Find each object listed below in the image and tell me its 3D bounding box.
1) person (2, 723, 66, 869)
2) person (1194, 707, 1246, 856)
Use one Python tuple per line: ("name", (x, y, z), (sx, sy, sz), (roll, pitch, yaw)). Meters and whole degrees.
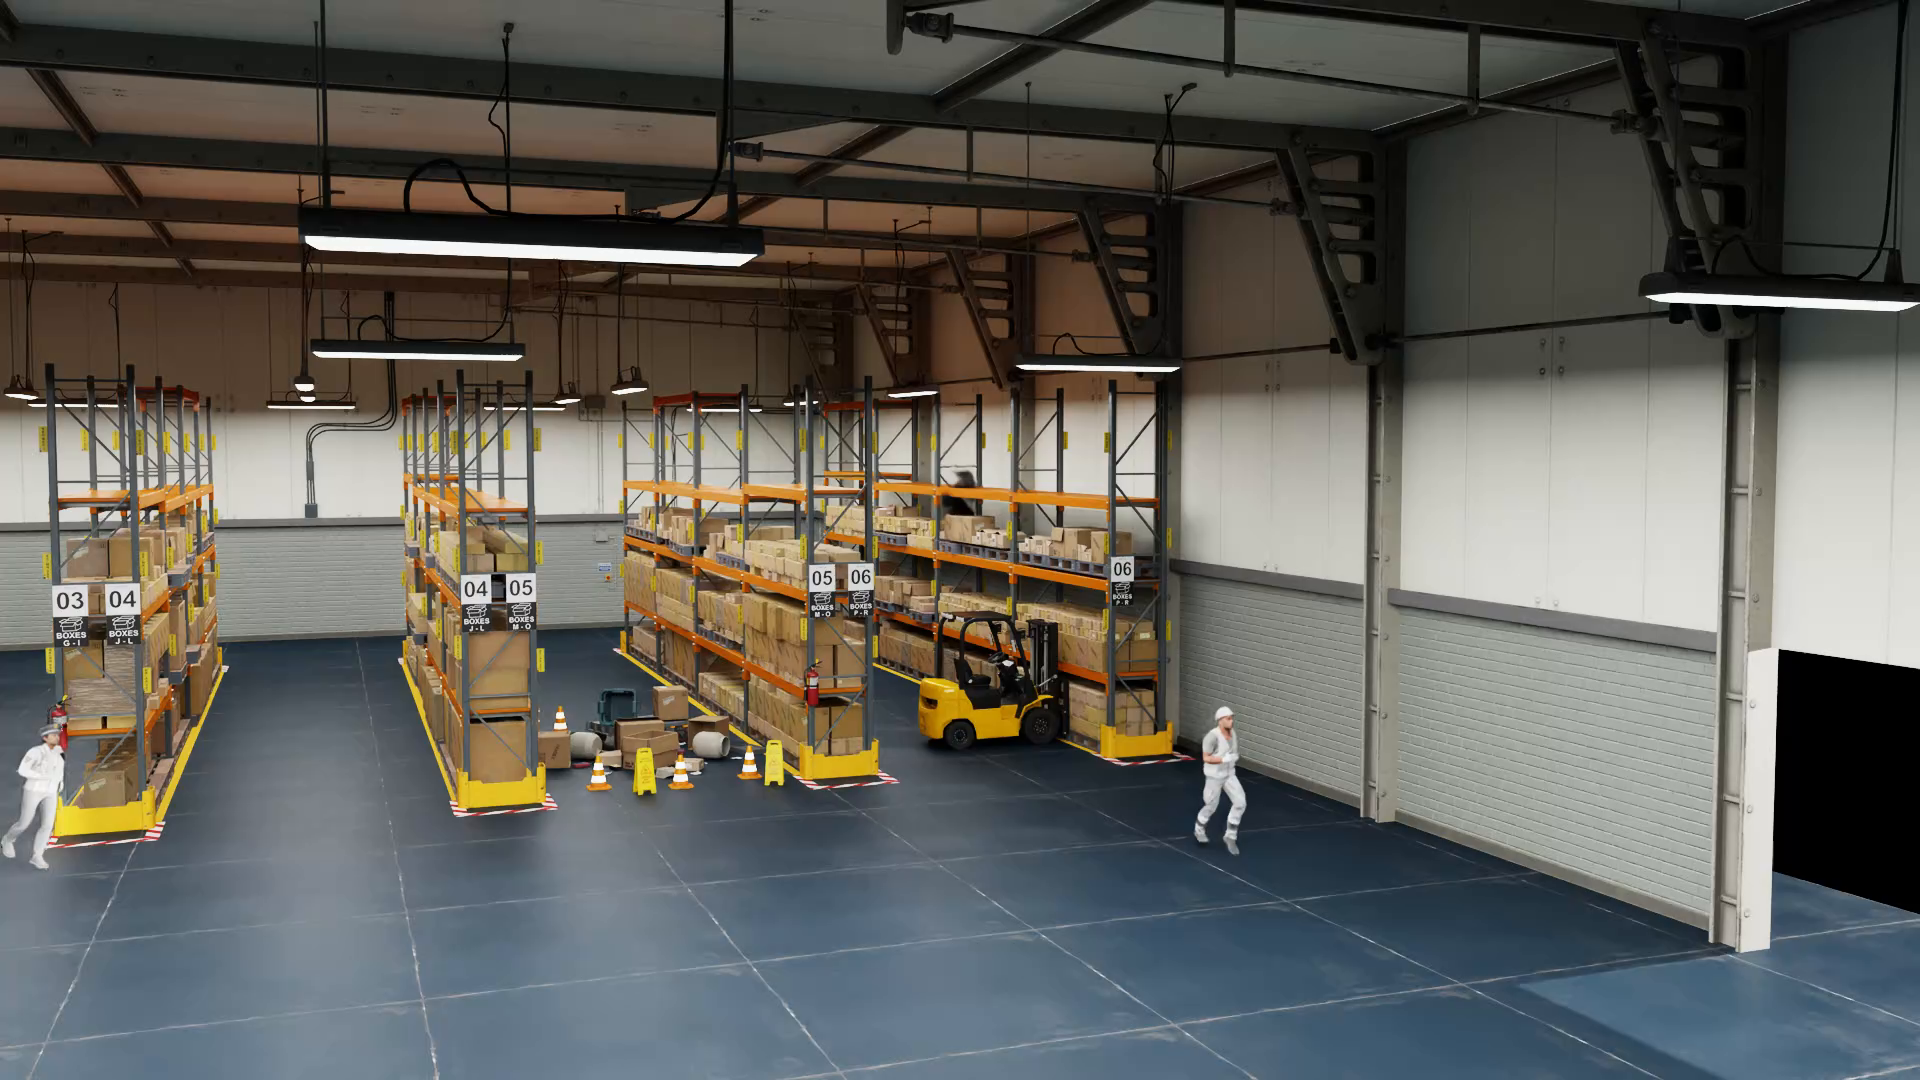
("person", (-10.961, 3.017, 19.879), (0.891, 1.662, 0.639), (2, 4, 32))
("person", (3.173, 2.924, 20.359), (0.692, 1.811, 0.861), (-2, 4, -34))
